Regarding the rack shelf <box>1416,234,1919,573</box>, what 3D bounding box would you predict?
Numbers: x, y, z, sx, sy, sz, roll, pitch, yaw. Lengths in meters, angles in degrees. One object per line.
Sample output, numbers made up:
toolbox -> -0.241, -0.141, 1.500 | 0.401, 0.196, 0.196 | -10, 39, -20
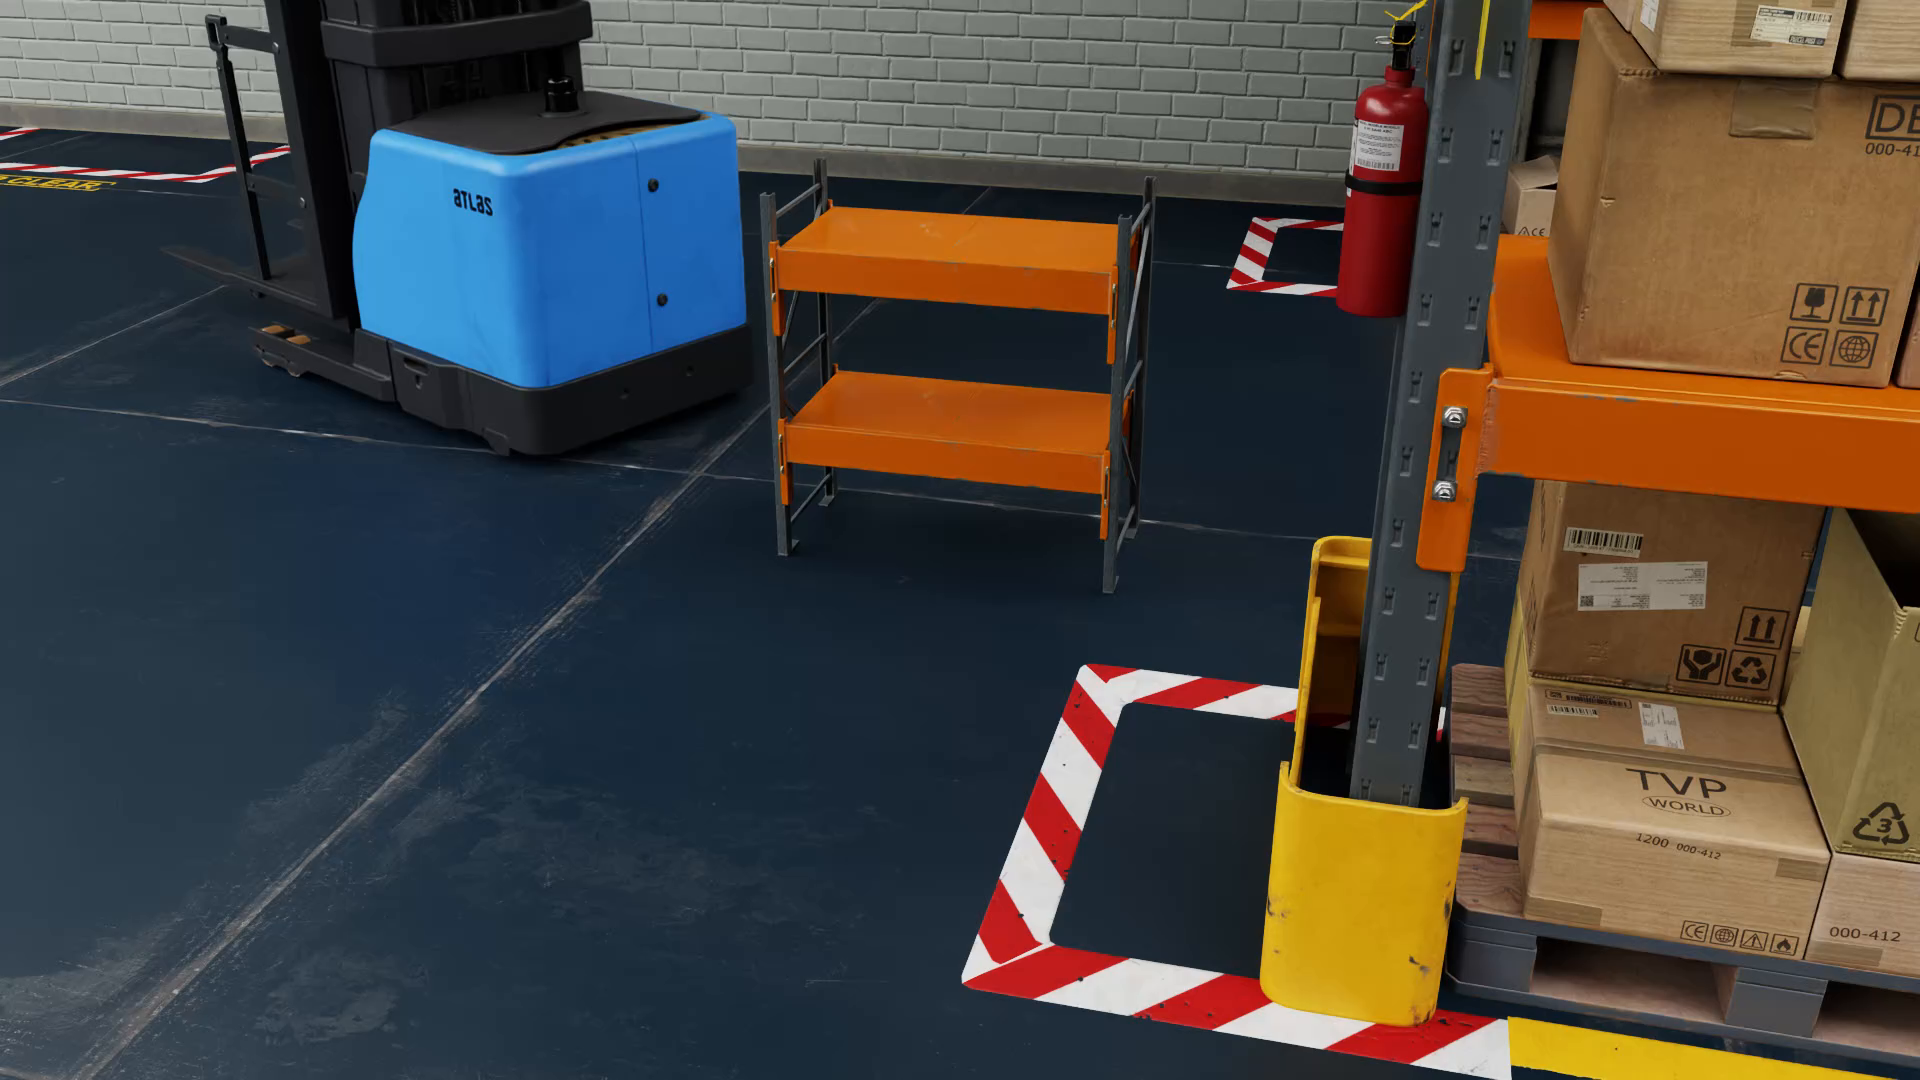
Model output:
rack shelf -> 2.864, -0.116, 2.841 | 4.000, 0.370, 1.077 | 6, 26, 13

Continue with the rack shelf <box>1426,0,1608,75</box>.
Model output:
rack shelf -> 4.095, -2.179, 7.174 | 4.000, 0.370, 1.077 | 6, 26, 13

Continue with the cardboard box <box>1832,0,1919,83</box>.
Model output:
cardboard box -> 1.510, -0.834, 2.642 | 0.250, 0.149, 0.380 | 6, 26, 12

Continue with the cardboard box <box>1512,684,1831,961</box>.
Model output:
cardboard box -> 1.391, 0.547, 3.322 | 0.500, 0.250, 0.500 | 6, 26, 13

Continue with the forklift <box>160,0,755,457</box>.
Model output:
forklift -> -2.235, -2.122, 6.297 | 3.031, 2.935, 1.130 | 20, 32, 36

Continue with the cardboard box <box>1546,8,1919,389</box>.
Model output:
cardboard box -> 1.376, -0.645, 2.998 | 0.500, 0.500, 0.700 | 6, 26, 13

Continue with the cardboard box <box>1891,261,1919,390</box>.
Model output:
cardboard box -> 1.886, -0.591, 2.885 | 0.500, 0.500, 0.700 | 7, 26, 14

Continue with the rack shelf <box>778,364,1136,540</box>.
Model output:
rack shelf -> 0.007, -0.286, 5.112 | 1.000, 0.278, 0.538 | 6, 26, 13

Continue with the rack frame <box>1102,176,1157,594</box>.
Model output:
rack frame -> 0.499, -0.453, 4.892 | 0.032, 1.125, 0.500 | 6, 26, 13

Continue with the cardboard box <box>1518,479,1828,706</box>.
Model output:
cardboard box -> 1.521, -0.008, 3.615 | 0.500, 0.500, 0.500 | 6, 26, 13

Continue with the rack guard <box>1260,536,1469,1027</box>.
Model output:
rack guard -> 0.904, 0.471, 3.679 | 0.348, 0.500, 1.175 | 6, 26, 13

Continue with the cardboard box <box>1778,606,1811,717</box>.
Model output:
cardboard box -> 2.008, 0.380, 3.673 | 0.500, 0.250, 0.500 | 6, 26, 13

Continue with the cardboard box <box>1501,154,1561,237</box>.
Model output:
cardboard box -> 2.805, -1.591, 7.718 | 0.500, 0.311, 0.500 | 3, 26, 7

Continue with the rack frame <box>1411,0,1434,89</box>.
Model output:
rack frame -> 2.158, -2.718, 7.469 | 0.127, 3.000, 1.000 | 6, 26, 13

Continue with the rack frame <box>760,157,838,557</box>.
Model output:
rack frame -> -0.486, -0.562, 5.121 | 0.032, 1.125, 0.500 | 6, 26, 13

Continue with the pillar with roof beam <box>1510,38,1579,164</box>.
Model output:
pillar with roof beam -> 1.979, -3.919, 3.014 | 0.400, 9.000, 9.100 | 6, 26, 13

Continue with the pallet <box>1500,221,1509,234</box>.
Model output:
pallet -> 3.009, -1.349, 7.837 | 1.213, 0.211, 1.003 | 6, 26, 13

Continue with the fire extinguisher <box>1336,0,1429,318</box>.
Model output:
fire extinguisher -> 0.929, -0.826, 3.585 | 0.183, 0.674, 0.296 | 6, 26, 13

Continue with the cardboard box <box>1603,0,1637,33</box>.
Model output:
cardboard box -> 1.345, -1.031, 3.056 | 0.250, 0.149, 0.380 | 6, 26, 12

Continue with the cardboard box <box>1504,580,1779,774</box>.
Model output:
cardboard box -> 1.520, 0.331, 3.775 | 0.500, 0.250, 0.500 | 6, 26, 13

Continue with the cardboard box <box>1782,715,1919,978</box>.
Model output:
cardboard box -> 1.877, 0.599, 3.213 | 0.500, 0.250, 0.500 | 6, 26, 13

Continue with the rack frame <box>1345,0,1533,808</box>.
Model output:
rack frame -> 0.927, -0.655, 3.136 | 0.127, 3.000, 1.000 | 6, 26, 13

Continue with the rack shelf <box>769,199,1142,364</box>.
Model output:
rack shelf -> 0.007, -0.771, 4.881 | 1.000, 0.278, 0.538 | 6, 26, 13

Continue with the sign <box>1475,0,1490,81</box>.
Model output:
sign -> 0.783, -0.851, 2.449 | 0.005, 0.325, 0.100 | 6, 26, 13

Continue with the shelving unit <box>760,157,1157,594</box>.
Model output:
shelving unit -> 0.007, -0.507, 5.007 | 1.048, 1.125, 0.538 | 6, 26, 13

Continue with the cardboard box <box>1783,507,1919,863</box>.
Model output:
cardboard box -> 1.876, 0.261, 3.050 | 0.500, 0.500, 0.500 | 6, 26, 13

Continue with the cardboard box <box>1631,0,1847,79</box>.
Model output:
cardboard box -> 1.254, -0.861, 2.699 | 0.250, 0.149, 0.380 | 6, 26, 13

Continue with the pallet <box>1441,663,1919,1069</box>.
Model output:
pallet -> 1.678, 0.668, 3.600 | 1.213, 0.211, 1.003 | 6, 26, 13
